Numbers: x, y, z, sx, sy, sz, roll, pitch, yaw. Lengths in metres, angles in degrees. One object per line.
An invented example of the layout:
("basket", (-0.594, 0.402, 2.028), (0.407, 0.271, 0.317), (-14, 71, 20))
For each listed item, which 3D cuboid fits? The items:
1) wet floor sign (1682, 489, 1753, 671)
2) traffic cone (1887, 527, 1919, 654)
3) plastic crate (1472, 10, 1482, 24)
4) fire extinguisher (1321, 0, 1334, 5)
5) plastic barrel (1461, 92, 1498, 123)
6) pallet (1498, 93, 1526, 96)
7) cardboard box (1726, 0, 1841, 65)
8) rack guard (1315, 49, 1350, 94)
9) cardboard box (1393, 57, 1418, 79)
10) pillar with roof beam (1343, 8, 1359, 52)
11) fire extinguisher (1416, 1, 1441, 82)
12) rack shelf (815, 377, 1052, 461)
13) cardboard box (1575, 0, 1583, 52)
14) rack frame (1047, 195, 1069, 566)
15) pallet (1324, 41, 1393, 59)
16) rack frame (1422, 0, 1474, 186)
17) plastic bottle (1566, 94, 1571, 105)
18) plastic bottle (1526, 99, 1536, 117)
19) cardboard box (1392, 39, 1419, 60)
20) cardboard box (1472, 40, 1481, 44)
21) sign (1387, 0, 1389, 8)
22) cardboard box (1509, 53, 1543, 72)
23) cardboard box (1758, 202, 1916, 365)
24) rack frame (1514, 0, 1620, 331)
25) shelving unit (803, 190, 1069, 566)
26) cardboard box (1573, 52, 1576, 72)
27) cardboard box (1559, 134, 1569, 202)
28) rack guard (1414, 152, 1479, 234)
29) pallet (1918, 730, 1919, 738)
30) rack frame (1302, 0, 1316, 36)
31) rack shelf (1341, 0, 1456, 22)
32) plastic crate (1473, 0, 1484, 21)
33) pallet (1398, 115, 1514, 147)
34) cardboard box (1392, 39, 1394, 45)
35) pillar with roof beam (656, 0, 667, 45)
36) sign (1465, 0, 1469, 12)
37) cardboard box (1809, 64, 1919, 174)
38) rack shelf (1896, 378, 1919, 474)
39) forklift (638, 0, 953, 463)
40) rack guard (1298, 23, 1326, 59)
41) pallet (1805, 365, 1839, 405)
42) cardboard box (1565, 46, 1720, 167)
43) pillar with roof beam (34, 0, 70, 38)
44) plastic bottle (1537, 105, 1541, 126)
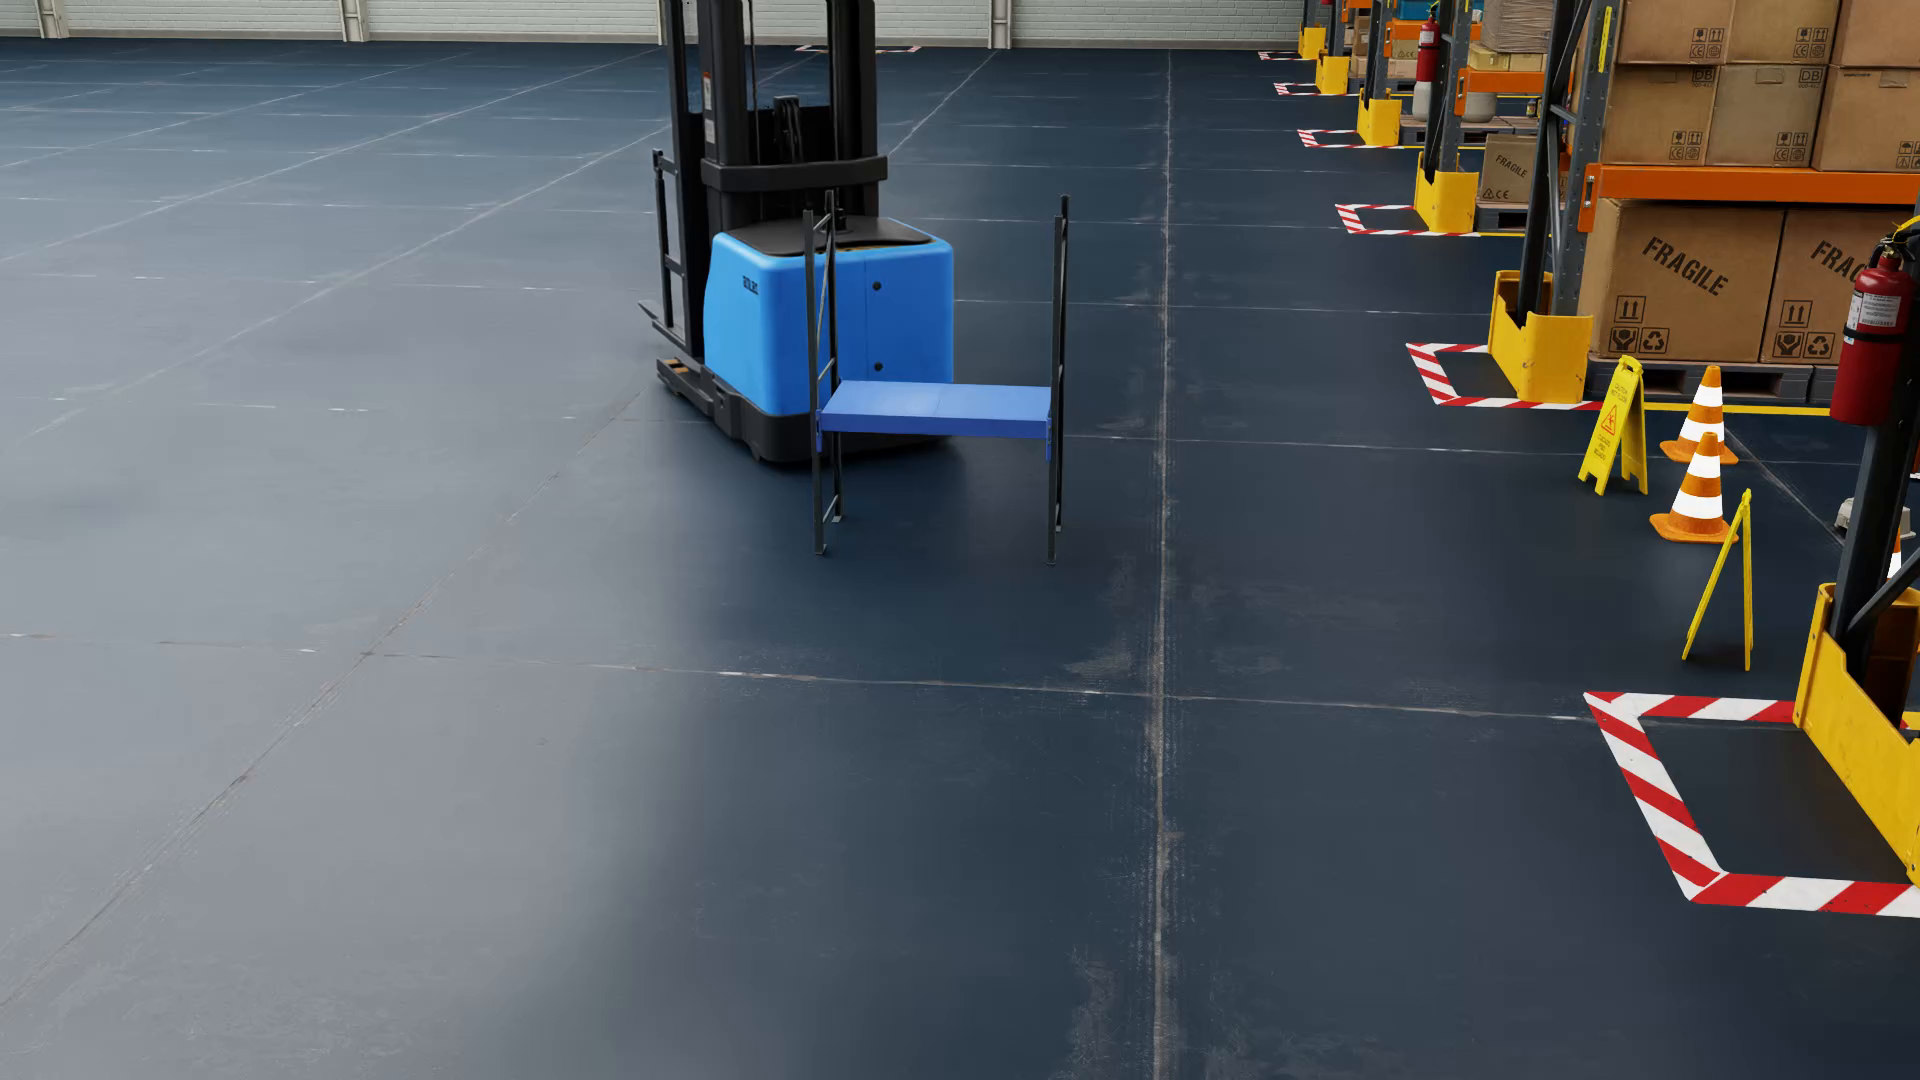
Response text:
("wet floor sign", (2.896, 0.129, 6.237), (0.232, 0.644, 0.267), (11, 24, 25))
("traffic cone", (3.538, 0.160, 6.406), (0.334, 0.463, 0.336), (2, 22, 6))
("plastic crate", (5.559, -5.715, 18.174), (0.250, 0.136, 0.298), (2, 22, 6))
("fire extinguisher", (5.232, -7.941, 23.551), (0.183, 0.674, 0.296), (2, 22, 6))
("plastic barrel", (5.868, -5.010, 18.845), (0.421, 0.512, 0.421), (0, 22, 0))
("pallet", (7.267, -6.434, 23.427), (1.213, 0.211, 1.003), (2, 22, 6))
("cardboard box", (4.362, -2.931, 9.100), (0.550, 0.550, 0.875), (2, 22, 6))
("rack guard", (5.271, -6.641, 23.557), (0.348, 0.500, 1.175), (2, 22, 6))
("cardboard box", (6.298, -6.594, 23.208), (0.500, 0.250, 0.500), (2, 22, 6))
("pillar with roof beam", (6.164, -11.115, 23.314), (0.400, 9.000, 9.100), (2, 22, 6))
("fire extinguisher", (4.065, -4.323, 14.399), (0.183, 0.674, 0.296), (2, 22, 6))
("rack shelf", (-0.085, -0.534, 7.240), (1.000, 0.185, 0.538), (2, 22, 6))
("cardboard box", (5.179, -4.359, 13.844), (0.500, 0.500, 0.875), (2, 22, 6))
("rack frame", (0.420, -0.679, 7.118), (0.032, 1.500, 0.500), (2, 22, 6))
("pallet", (6.752, -8.263, 28.053), (1.213, 0.211, 1.003), (2, 22, 6))
("rack frame", (4.125, -4.186, 13.947), (0.127, 3.000, 1.000), (2, 22, 6))
("plastic bottle", (6.968, -4.986, 19.077), (0.135, 0.276, 0.152), (2, 22, 5))
("plastic bottle", (6.583, -4.978, 19.158), (0.097, 0.201, 0.097), (0, 22, 0))
("cardboard box", (6.298, -6.942, 23.068), (0.500, 0.500, 0.500), (2, 22, 6))
("cardboard box", (7.290, -6.897, 22.955), (0.500, 0.500, 0.500), (2, 22, 6))
("sign", (4.639, -5.922, 17.963), (0.005, 0.325, 0.100), (2, 22, 6))
("cardboard box", (4.626, -3.952, 13.697), (0.250, 0.149, 0.380), (2, 22, 6))
("cardboard box", (4.996, -1.544, 9.583), (0.875, 0.875, 0.875), (2, 22, 5))
("rack frame", (3.441, -2.379, 9.378), (0.127, 3.000, 1.000), (2, 22, 6))
("shelving unit", (-0.085, -0.701, 7.173), (1.048, 1.500, 0.538), (2, 22, 6))
("cardboard box", (5.123, -3.932, 13.647), (0.250, 0.149, 0.380), (2, 22, 6))
("cardboard box", (5.341, -3.172, 14.212), (0.500, 0.500, 0.500), (8, 23, 20))
("rack guard", (4.200, -3.020, 14.398), (0.348, 0.500, 1.175), (2, 22, 6))
("pallet", (3.837, 0.781, 5.178), (1.213, 0.211, 1.003), (2, 22, 6))
("rack frame", (5.874, -9.611, 27.670), (0.127, 3.000, 1.000), (2, 22, 6))
("rack shelf", (7.281, -7.381, 23.008), (4.000, 0.370, 1.077), (2, 22, 6))
("plastic crate", (5.884, -5.982, 18.694), (0.408, 0.251, 0.499), (2, 22, 6))
("pallet", (5.595, -4.674, 18.975), (1.213, 0.211, 1.003), (2, 22, 6))
("cardboard box", (7.116, -8.478, 27.862), (0.500, 0.311, 0.500), (4, 22, 11))
("pillar with roof beam", (-5.753, -11.634, 24.627), (0.400, 9.000, 9.100), (2, 22, 6))
("sign", (4.061, -4.390, 13.287), (0.005, 0.325, 0.100), (2, 22, 6))
("cardboard box", (4.905, -2.363, 9.134), (0.550, 0.550, 0.875), (2, 22, 6))
("rack shelf", (4.945, -0.146, 4.709), (4.000, 0.370, 1.077), (2, 22, 6))
("forklift", (-1.112, -2.250, 9.143), (1.130, 2.935, 3.031), (-10, 24, -24))
("rack guard", (5.949, -8.445, 28.121), (0.348, 0.500, 1.175), (2, 22, 6))
("pallet", (5.452, -1.022, 9.739), (1.213, 0.211, 1.003), (2, 22, 6))
("cardboard box", (3.815, -2.449, 9.351), (0.550, 0.550, 0.875), (2, 22, 6))
("pillar with roof beam", (-17.669, -12.153, 25.940), (0.400, 9.000, 9.100), (2, 22, 6))
("plastic bottle", (6.472, -4.737, 18.456), (0.097, 0.271, 0.097), (0, 22, 0))
